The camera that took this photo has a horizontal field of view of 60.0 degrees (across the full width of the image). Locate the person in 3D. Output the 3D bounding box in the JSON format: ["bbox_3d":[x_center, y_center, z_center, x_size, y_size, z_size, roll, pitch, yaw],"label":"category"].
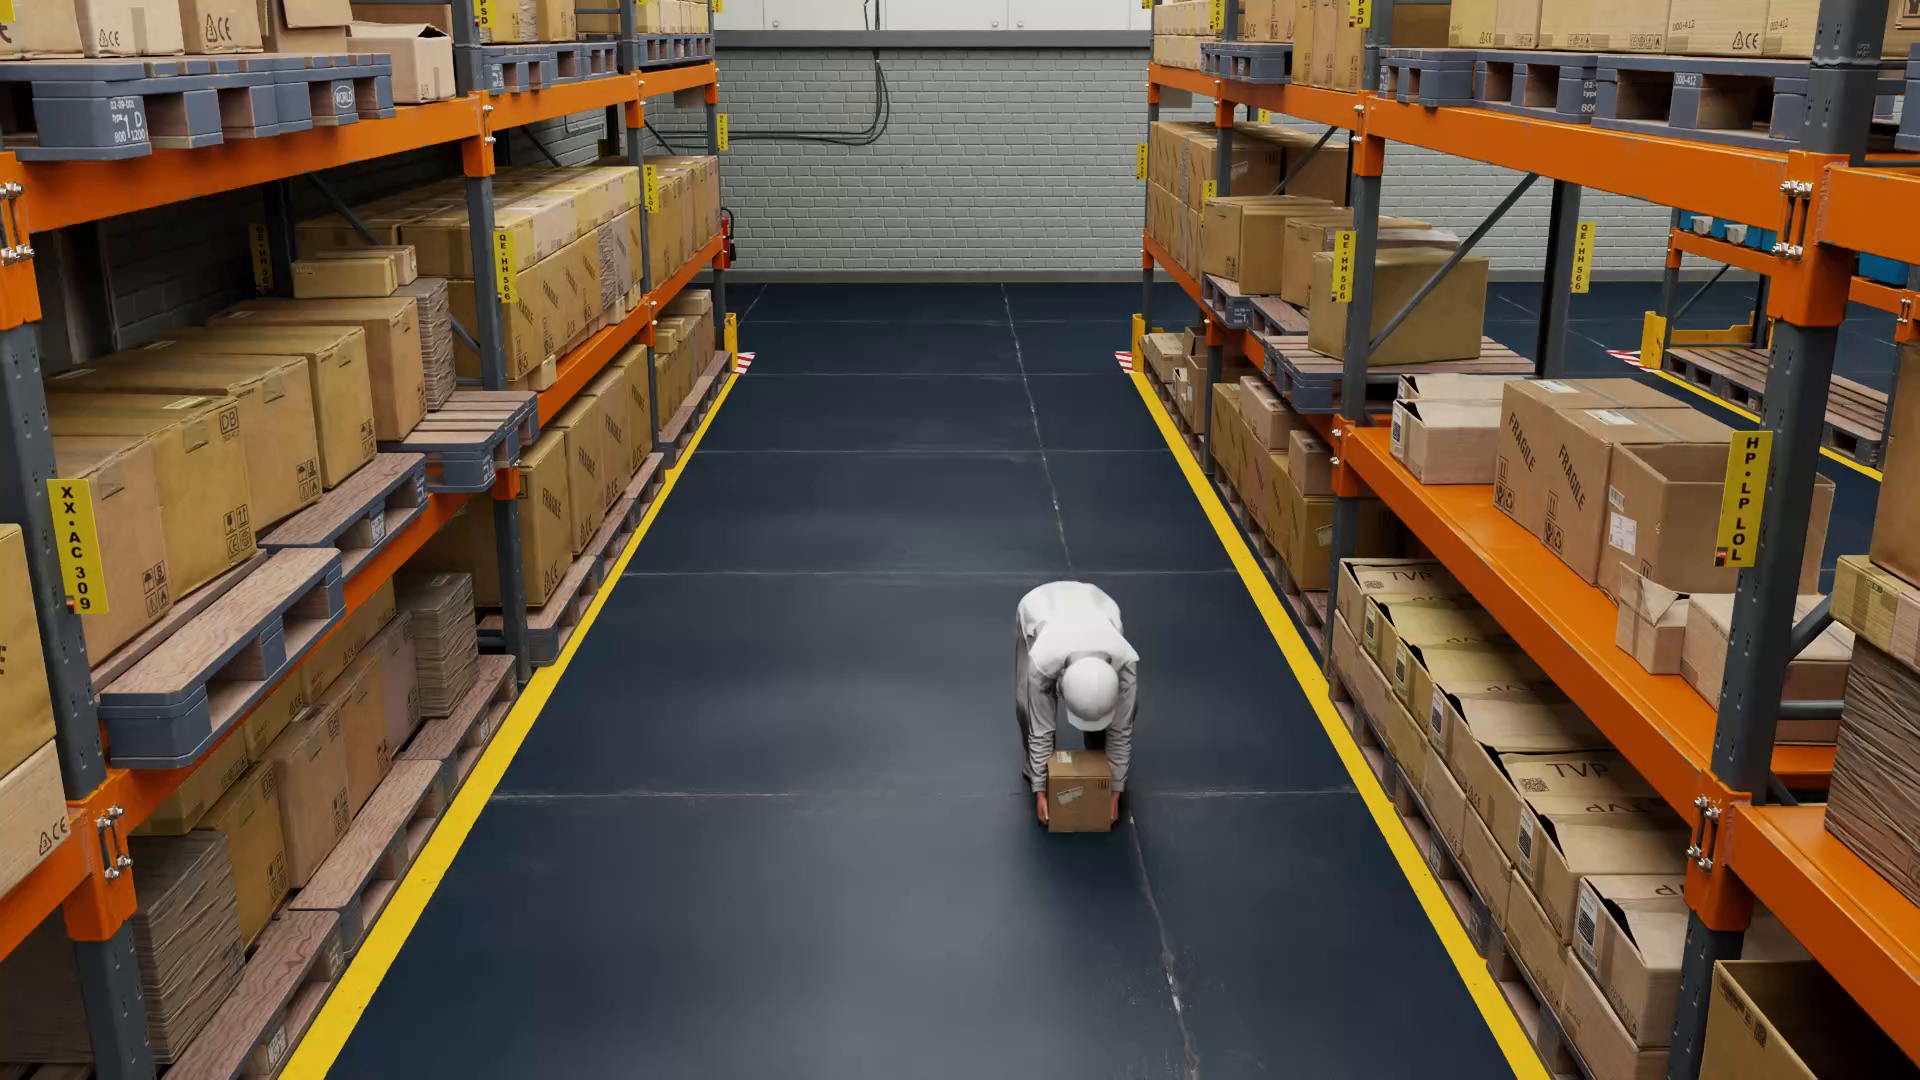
[{"bbox_3d":[0.490,0.662,6.953,0.516,0.861,1.005,-1,17,-3],"label":"person"}]
